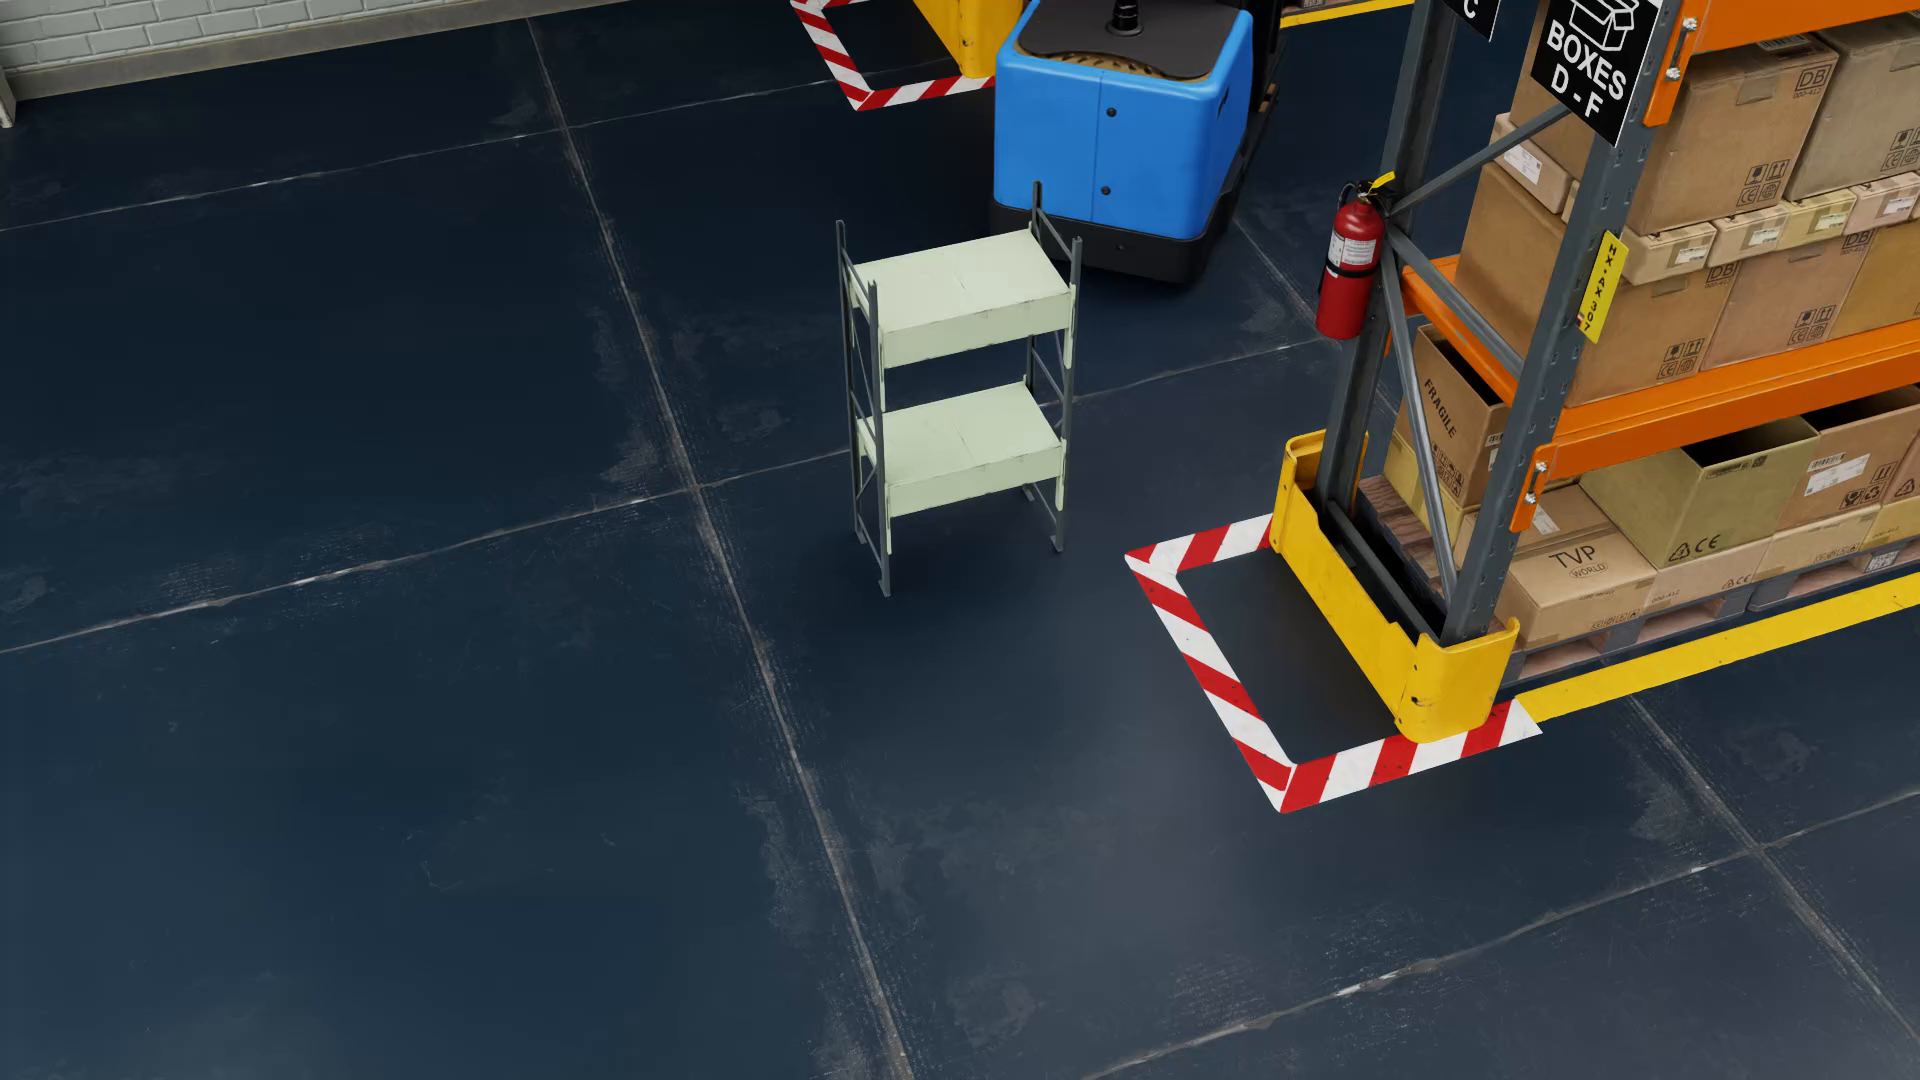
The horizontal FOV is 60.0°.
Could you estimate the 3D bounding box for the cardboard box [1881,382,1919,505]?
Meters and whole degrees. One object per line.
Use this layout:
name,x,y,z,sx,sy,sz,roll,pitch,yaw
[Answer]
cardboard box,3.610,-0.528,6.274,0.500,0.500,0.500,-14,47,-14

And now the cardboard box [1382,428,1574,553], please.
cardboard box,2.022,-0.249,6.525,0.500,0.250,0.500,-14,47,-14

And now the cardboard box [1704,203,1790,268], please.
cardboard box,2.308,-1.026,5.126,0.250,0.149,0.380,-15,47,-15

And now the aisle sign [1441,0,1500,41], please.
aisle sign,1.457,-1.843,4.634,0.004,0.787,0.394,-14,47,-14

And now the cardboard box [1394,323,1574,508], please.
cardboard box,2.022,-0.515,6.261,0.500,0.500,0.500,-14,47,-14

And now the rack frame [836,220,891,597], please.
rack frame,-0.351,-0.440,6.129,0.023,1.500,0.400,-14,47,-14

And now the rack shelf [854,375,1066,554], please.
rack shelf,-0.006,-0.298,6.448,0.720,0.370,0.431,-14,47,-14

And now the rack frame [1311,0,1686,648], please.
rack frame,1.618,-0.746,5.375,0.127,3.000,1.000,-14,47,-14

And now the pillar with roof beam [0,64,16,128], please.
pillar with roof beam,-3.884,-2.596,2.984,0.400,9.000,9.100,-14,47,-14

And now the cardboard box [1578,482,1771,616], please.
cardboard box,2.667,-0.027,6.304,0.500,0.250,0.500,-14,47,-14

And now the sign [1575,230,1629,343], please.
sign,1.801,-0.708,4.671,0.005,0.325,0.100,-14,47,-14

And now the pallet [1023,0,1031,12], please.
pallet,0.781,-3.251,9.841,1.213,0.211,1.003,-14,47,-14

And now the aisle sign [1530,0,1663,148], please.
aisle sign,1.661,-1.443,4.235,0.004,0.787,0.394,-14,47,-14

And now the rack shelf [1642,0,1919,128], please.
rack shelf,3.500,-2.032,5.047,4.000,0.370,1.077,-14,47,-14

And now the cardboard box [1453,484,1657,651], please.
cardboard box,2.198,0.096,6.181,0.500,0.250,0.500,-14,47,-14

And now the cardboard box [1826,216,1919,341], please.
cardboard box,3.023,-1.130,5.688,0.500,0.500,0.700,-14,47,-14

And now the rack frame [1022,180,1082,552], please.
rack frame,0.338,-0.616,6.305,0.023,1.500,0.400,-14,47,-14

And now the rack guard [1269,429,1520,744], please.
rack guard,1.596,0.143,6.255,0.348,0.500,1.175,-14,47,-14

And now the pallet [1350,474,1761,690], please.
pallet,2.323,0.027,6.574,1.213,0.211,1.003,-14,47,-14

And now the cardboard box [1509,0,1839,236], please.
cardboard box,2.112,-1.355,4.997,0.500,0.500,0.700,-14,47,-14

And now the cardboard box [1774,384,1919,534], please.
cardboard box,3.134,-0.419,6.165,0.500,0.500,0.500,-14,47,-14

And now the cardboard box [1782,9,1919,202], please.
cardboard box,2.604,-1.485,5.126,0.500,0.500,0.700,-15,47,-15

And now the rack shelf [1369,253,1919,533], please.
rack shelf,3.500,-0.973,6.110,4.000,0.370,1.077,-14,47,-14

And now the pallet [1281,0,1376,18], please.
pallet,1.926,-3.541,10.131,1.213,0.211,1.003,-14,47,-14

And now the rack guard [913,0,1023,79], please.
rack guard,0.004,-3.181,9.567,0.348,0.500,1.175,-14,47,-14

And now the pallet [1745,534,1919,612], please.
pallet,3.469,-0.264,6.864,1.213,0.211,1.003,-14,47,-14

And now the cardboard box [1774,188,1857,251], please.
cardboard box,2.543,-1.085,5.185,0.250,0.149,0.380,-14,47,-14

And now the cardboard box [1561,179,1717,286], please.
cardboard box,2.061,-0.961,5.061,0.250,0.149,0.380,-15,47,-14

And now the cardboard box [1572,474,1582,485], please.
cardboard box,2.489,-0.377,6.653,0.500,0.250,0.500,-14,47,-14

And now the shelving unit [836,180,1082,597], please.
shelving unit,-0.006,-0.528,6.217,0.755,1.500,0.431,-14,47,-14

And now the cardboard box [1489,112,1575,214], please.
cardboard box,1.913,-1.229,5.328,0.250,0.149,0.380,-15,47,-15

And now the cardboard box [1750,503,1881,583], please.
cardboard box,3.138,-0.147,6.423,0.500,0.250,0.500,-14,47,-14

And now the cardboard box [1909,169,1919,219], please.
cardboard box,3.031,-1.210,5.310,0.250,0.149,0.380,-16,47,-15

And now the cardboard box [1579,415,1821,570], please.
cardboard box,2.668,-0.290,6.037,0.500,0.500,0.500,-14,47,-14

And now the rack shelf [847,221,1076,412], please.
rack shelf,-0.006,-0.803,5.941,0.720,0.370,0.431,-14,47,-14

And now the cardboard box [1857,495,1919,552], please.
cardboard box,3.610,-0.264,6.540,0.500,0.250,0.500,-14,47,-14

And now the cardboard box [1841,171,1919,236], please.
cardboard box,2.781,-1.144,5.244,0.250,0.149,0.380,-15,47,-14

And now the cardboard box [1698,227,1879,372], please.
cardboard box,2.554,-1.014,5.572,0.500,0.500,0.700,-13,47,-13

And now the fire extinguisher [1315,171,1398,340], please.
fire extinguisher,1.349,-0.999,5.683,0.183,0.674,0.296,-14,47,-14

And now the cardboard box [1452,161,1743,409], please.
cardboard box,2.062,-0.885,5.443,0.500,0.500,0.700,-14,47,-14

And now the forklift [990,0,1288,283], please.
forklift,1.105,-3.310,7.980,1.130,2.935,3.031,14,47,13
